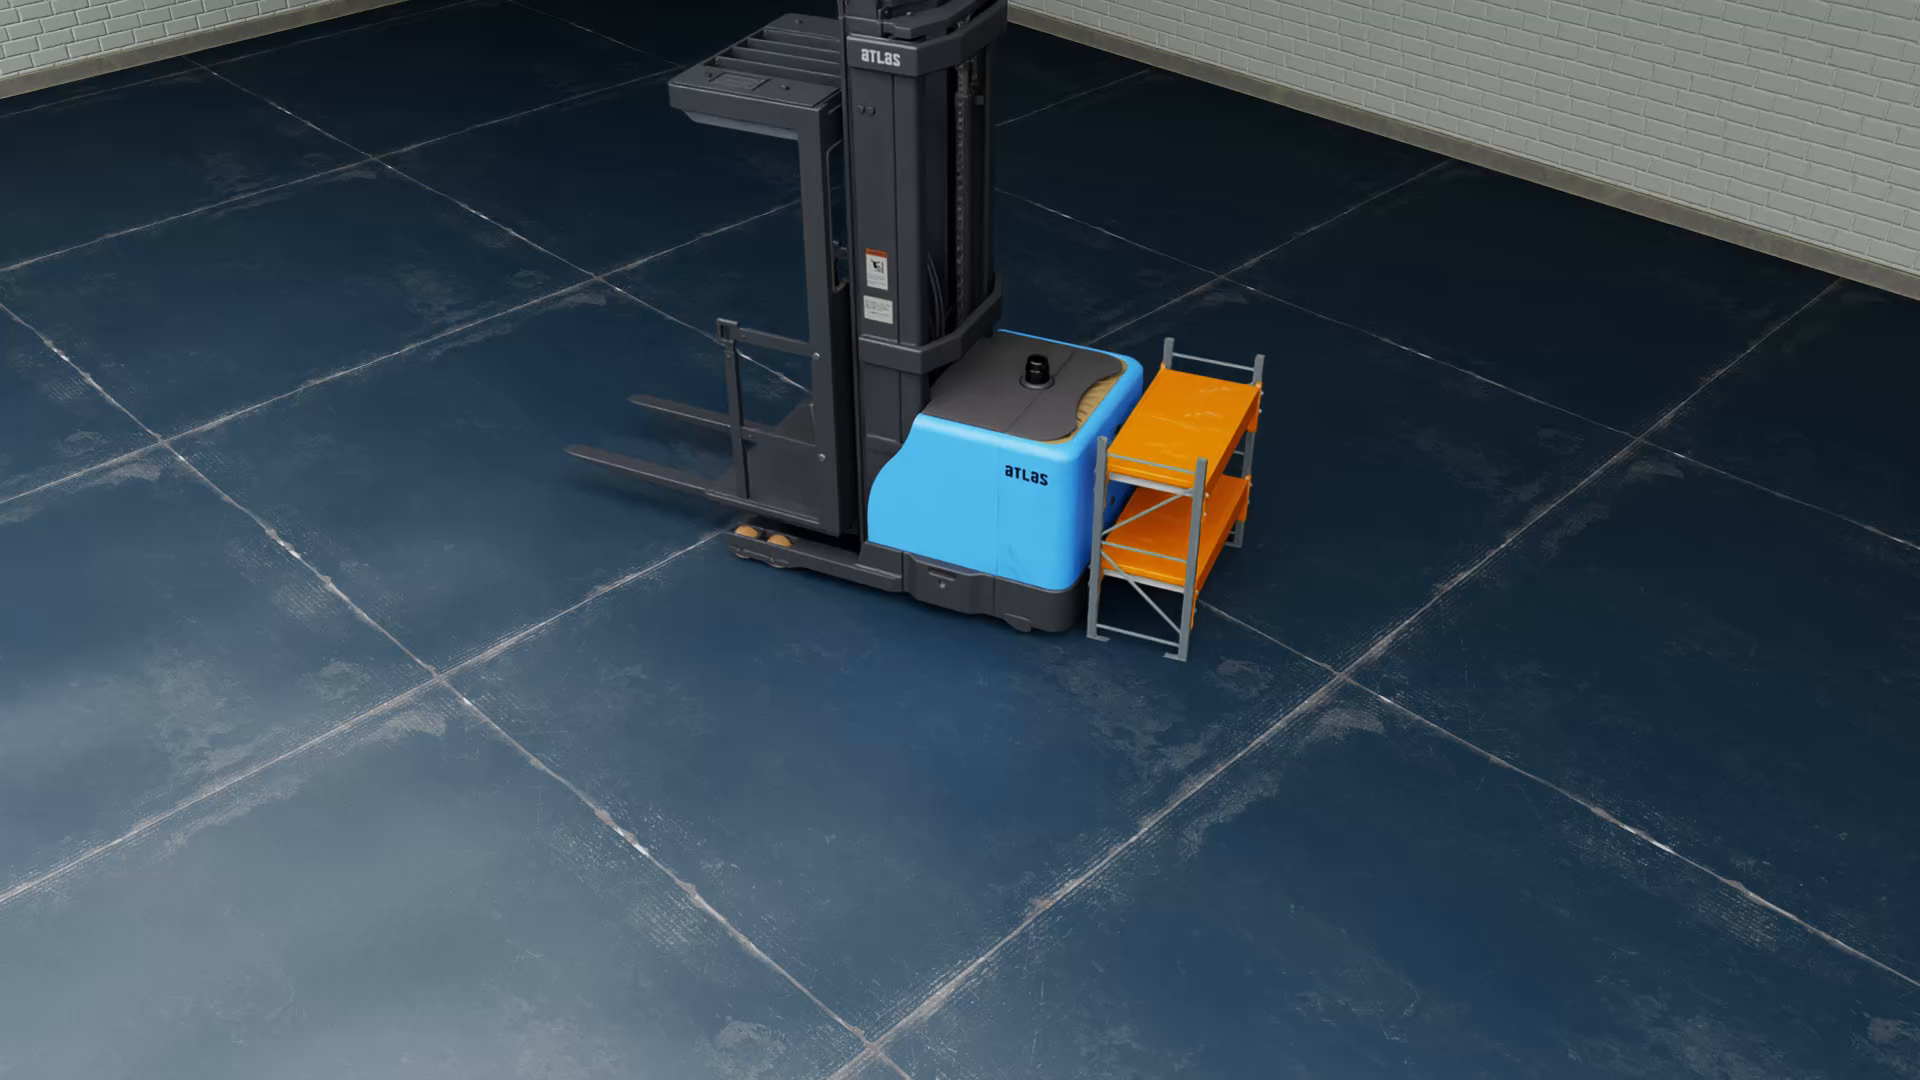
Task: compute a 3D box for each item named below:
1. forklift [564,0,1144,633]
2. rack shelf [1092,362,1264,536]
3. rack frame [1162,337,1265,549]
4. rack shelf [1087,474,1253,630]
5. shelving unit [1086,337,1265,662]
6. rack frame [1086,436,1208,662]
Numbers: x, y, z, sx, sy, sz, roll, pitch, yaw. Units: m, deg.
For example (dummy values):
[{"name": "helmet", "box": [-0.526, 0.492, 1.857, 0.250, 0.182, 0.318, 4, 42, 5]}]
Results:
[{"name": "forklift", "box": [-0.646, -1.317, 8.067, 3.031, 2.935, 1.130, 15, 38, 20]}, {"name": "rack shelf", "box": [1.046, -0.451, 7.892, 0.538, 0.278, 1.000, 13, 37, 18]}, {"name": "rack frame", "box": [1.242, -0.479, 8.444, 0.500, 1.125, 0.032, 13, 37, 18]}, {"name": "rack shelf", "box": [1.046, -0.010, 8.199, 0.538, 0.278, 1.000, 13, 37, 18]}, {"name": "shelving unit", "box": [1.046, -0.211, 8.059, 0.538, 1.125, 1.048, 13, 37, 18]}, {"name": "rack frame", "box": [0.850, 0.058, 7.675, 0.500, 1.125, 0.032, 13, 37, 18]}]
